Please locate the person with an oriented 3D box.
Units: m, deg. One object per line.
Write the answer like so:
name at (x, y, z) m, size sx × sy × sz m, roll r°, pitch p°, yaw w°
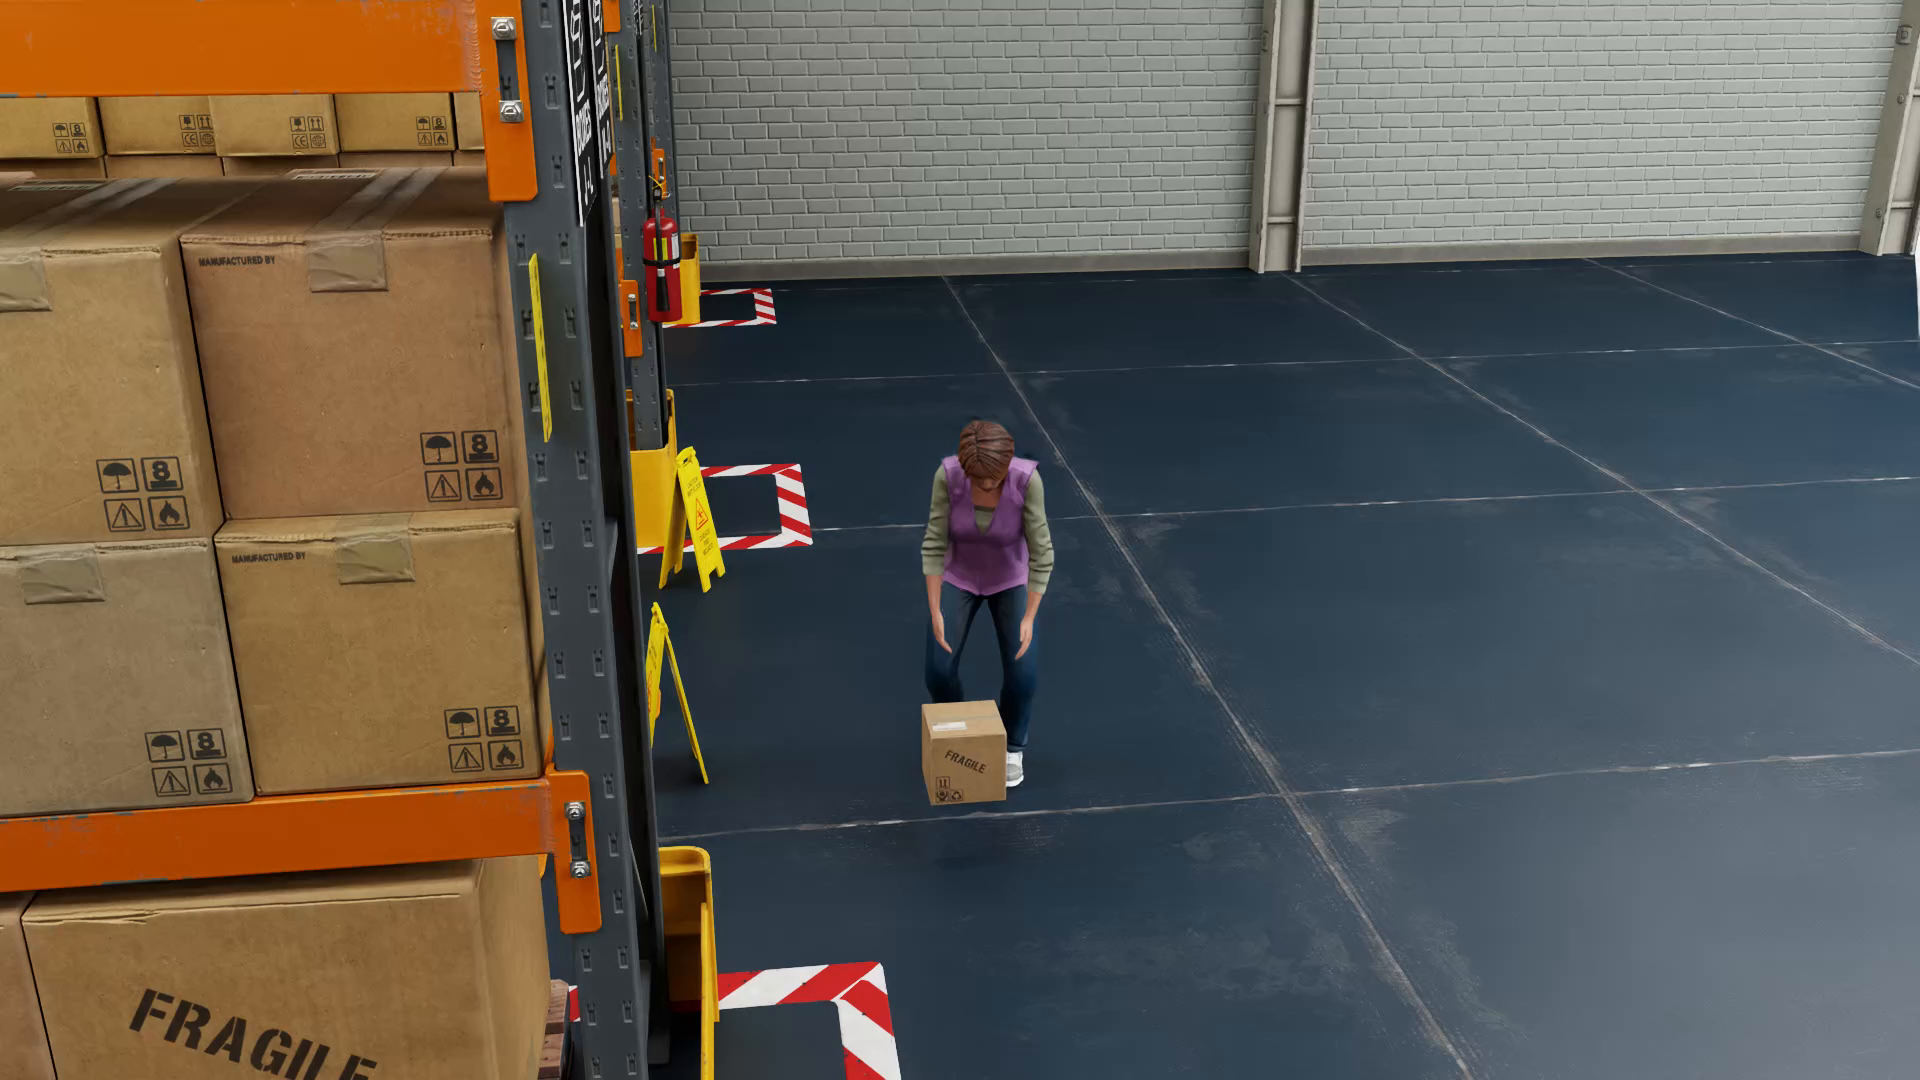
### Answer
person at (0.105, 0.213, 5.834) m, size 0.458 × 1.385 × 0.581 m, roll 3°, pitch 21°, yaw 8°
